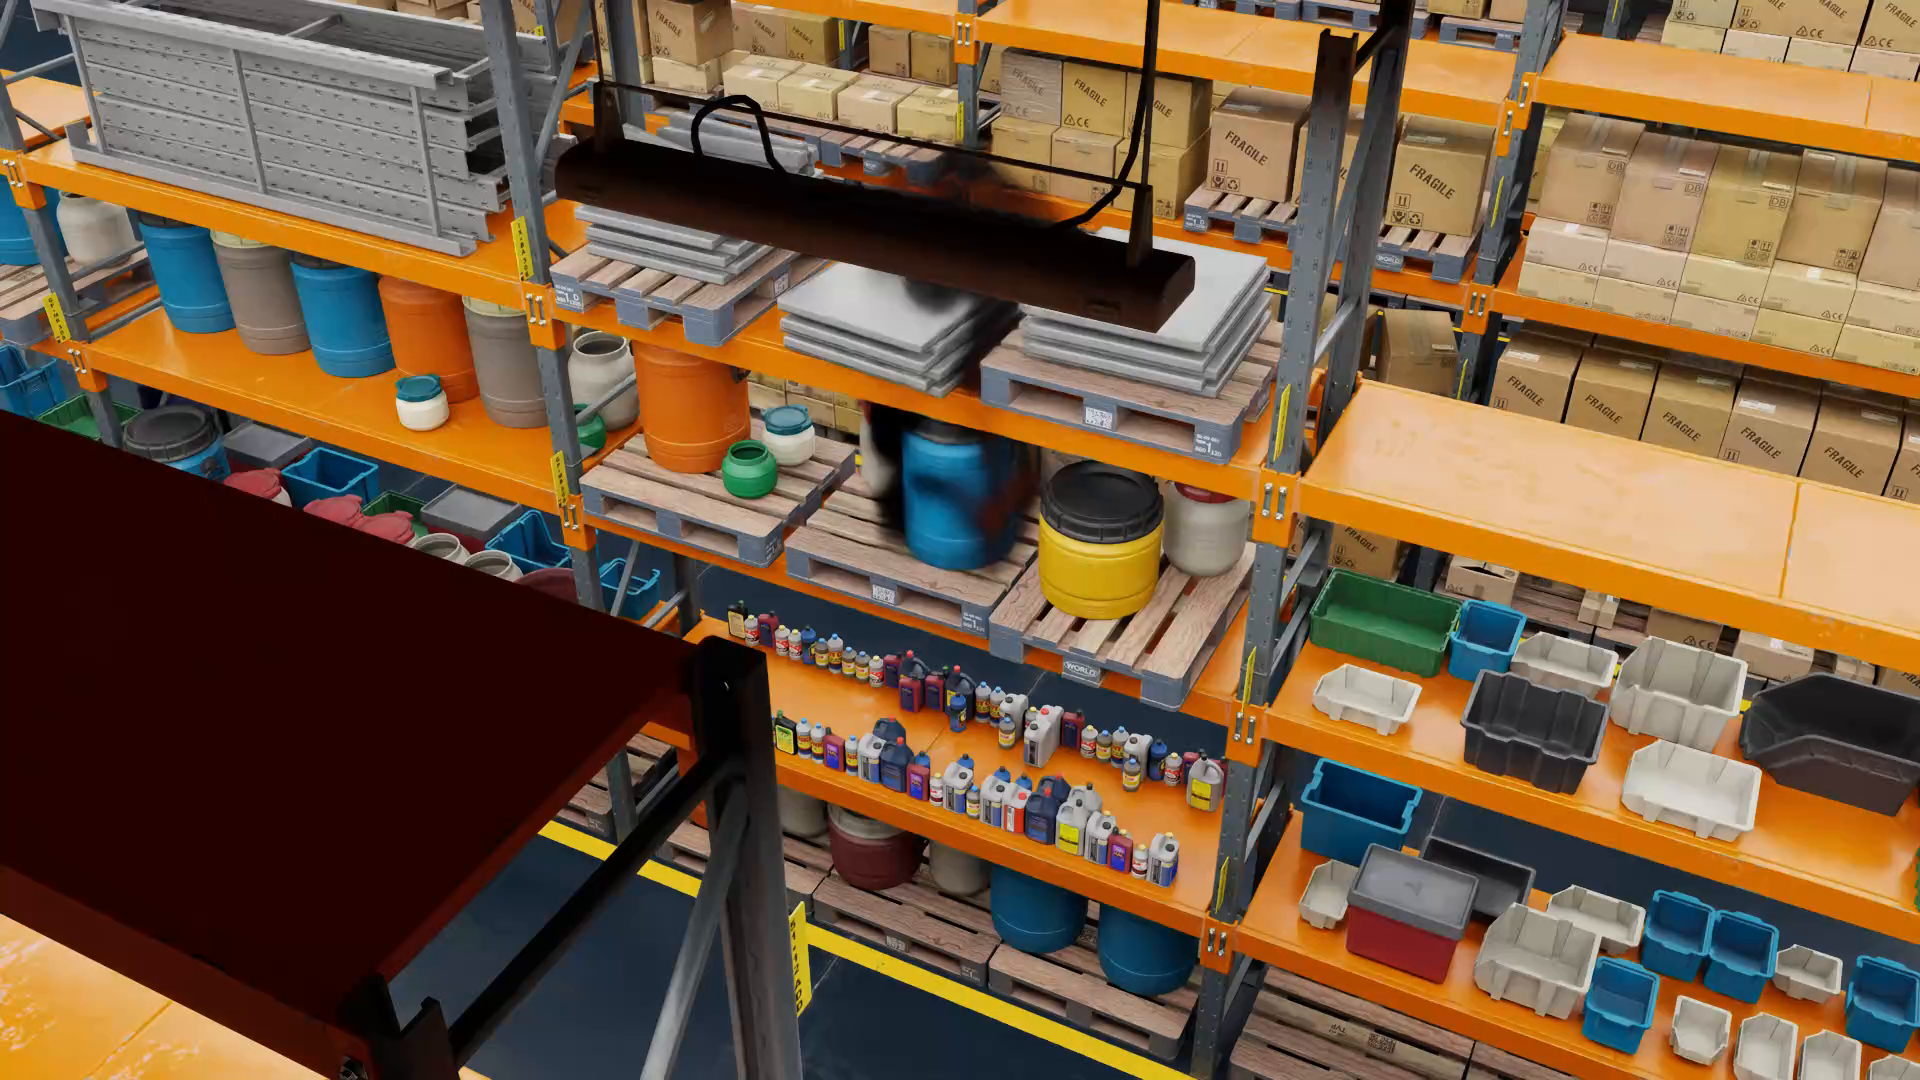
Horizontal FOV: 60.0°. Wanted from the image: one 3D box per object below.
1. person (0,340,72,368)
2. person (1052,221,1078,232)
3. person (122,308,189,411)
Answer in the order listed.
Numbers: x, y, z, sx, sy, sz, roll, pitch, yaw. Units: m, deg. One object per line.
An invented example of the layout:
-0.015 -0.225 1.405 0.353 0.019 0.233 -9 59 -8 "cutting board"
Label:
-8.817 -2.243 15.604 0.622 1.648 0.945 18 39 23 "person"
1.165 -2.255 15.595 0.872 1.739 0.655 9 36 12 "person"
-7.038 -1.486 14.629 0.538 1.582 0.613 3 35 4 "person"
